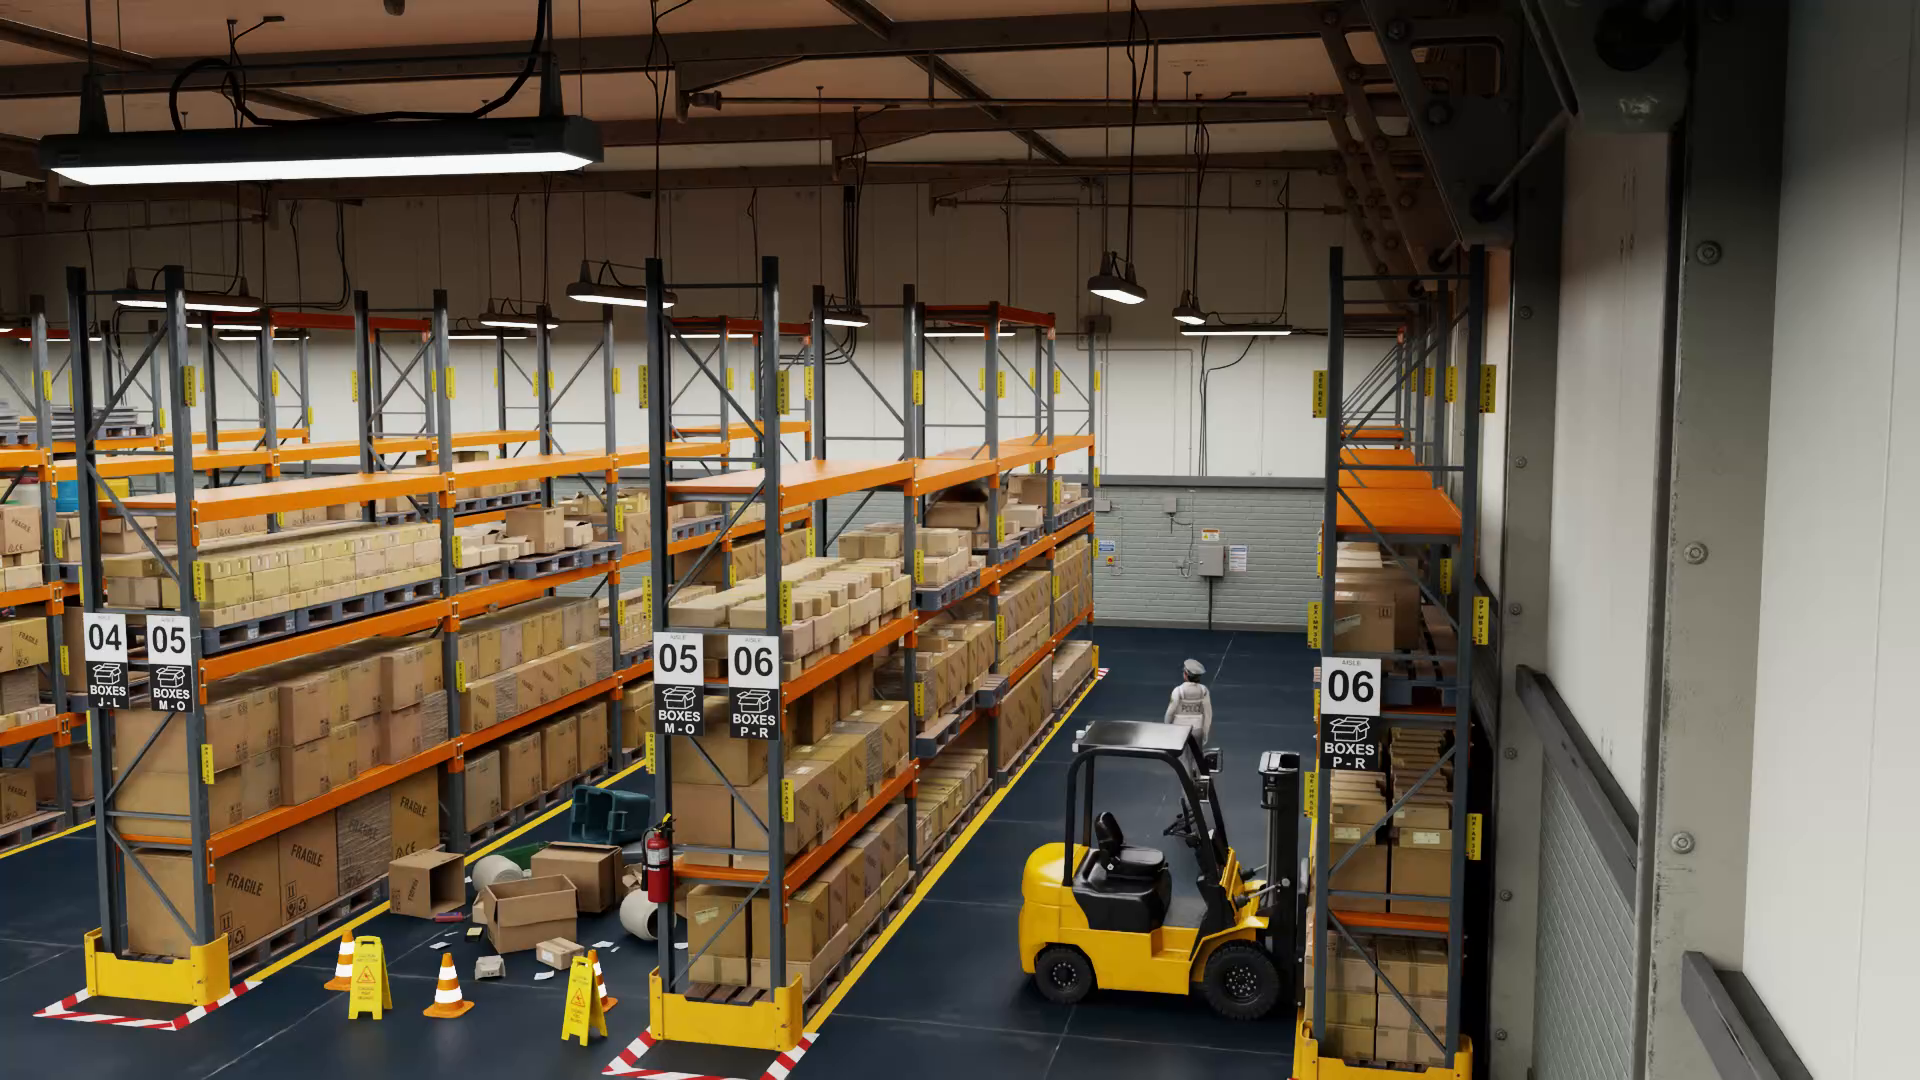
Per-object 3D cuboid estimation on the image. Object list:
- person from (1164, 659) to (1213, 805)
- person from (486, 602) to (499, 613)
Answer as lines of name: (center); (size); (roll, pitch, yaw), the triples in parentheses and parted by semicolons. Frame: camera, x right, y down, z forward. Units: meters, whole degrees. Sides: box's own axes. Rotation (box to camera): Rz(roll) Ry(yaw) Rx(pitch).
person: (2.635, 2.205, 19.210); (0.545, 1.705, 0.737); (0, 6, 2)
person: (-7.220, 1.721, 25.875); (0.395, 1.661, 0.569); (1, 6, 7)
